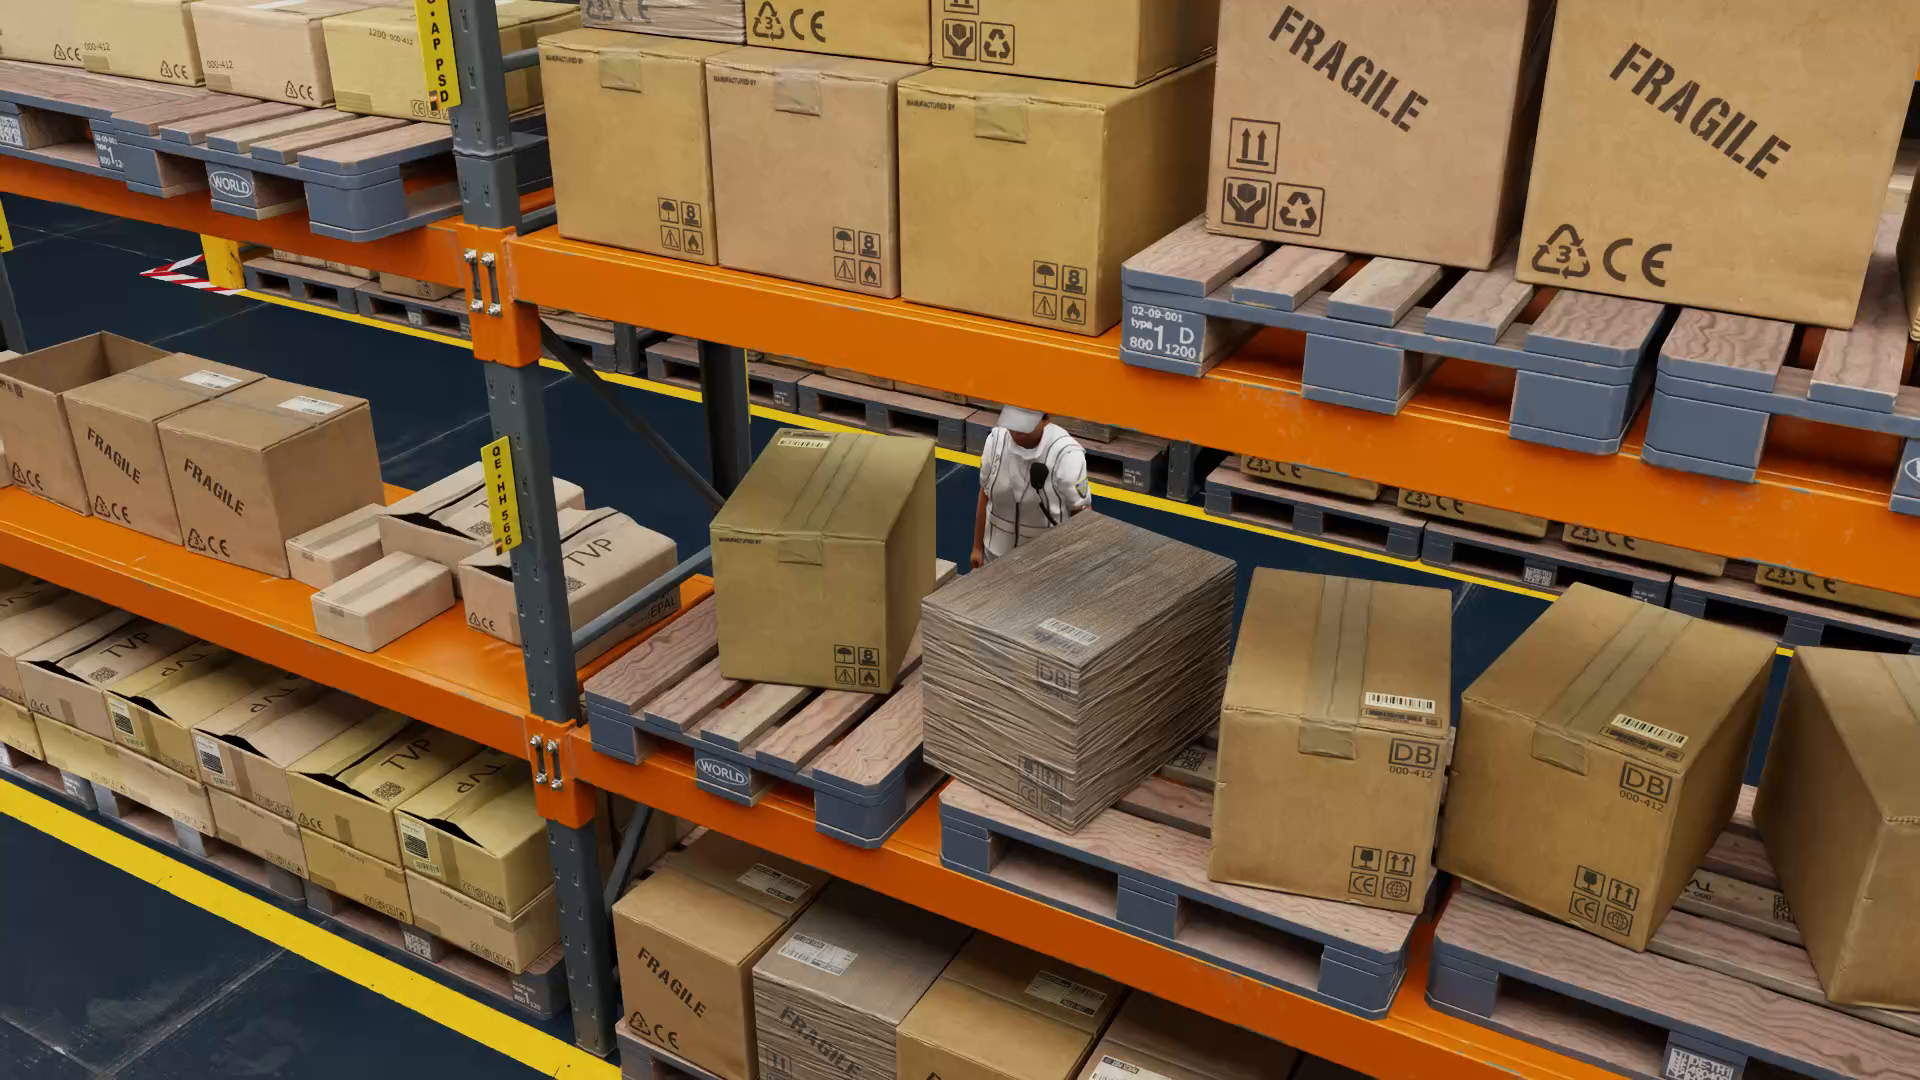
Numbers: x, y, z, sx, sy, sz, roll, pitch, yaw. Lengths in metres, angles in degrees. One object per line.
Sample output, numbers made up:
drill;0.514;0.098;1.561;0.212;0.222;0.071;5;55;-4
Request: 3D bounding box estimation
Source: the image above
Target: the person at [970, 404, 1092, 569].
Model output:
person;0.275;0.092;6.926;0.537;1.665;0.469;14;30;26
